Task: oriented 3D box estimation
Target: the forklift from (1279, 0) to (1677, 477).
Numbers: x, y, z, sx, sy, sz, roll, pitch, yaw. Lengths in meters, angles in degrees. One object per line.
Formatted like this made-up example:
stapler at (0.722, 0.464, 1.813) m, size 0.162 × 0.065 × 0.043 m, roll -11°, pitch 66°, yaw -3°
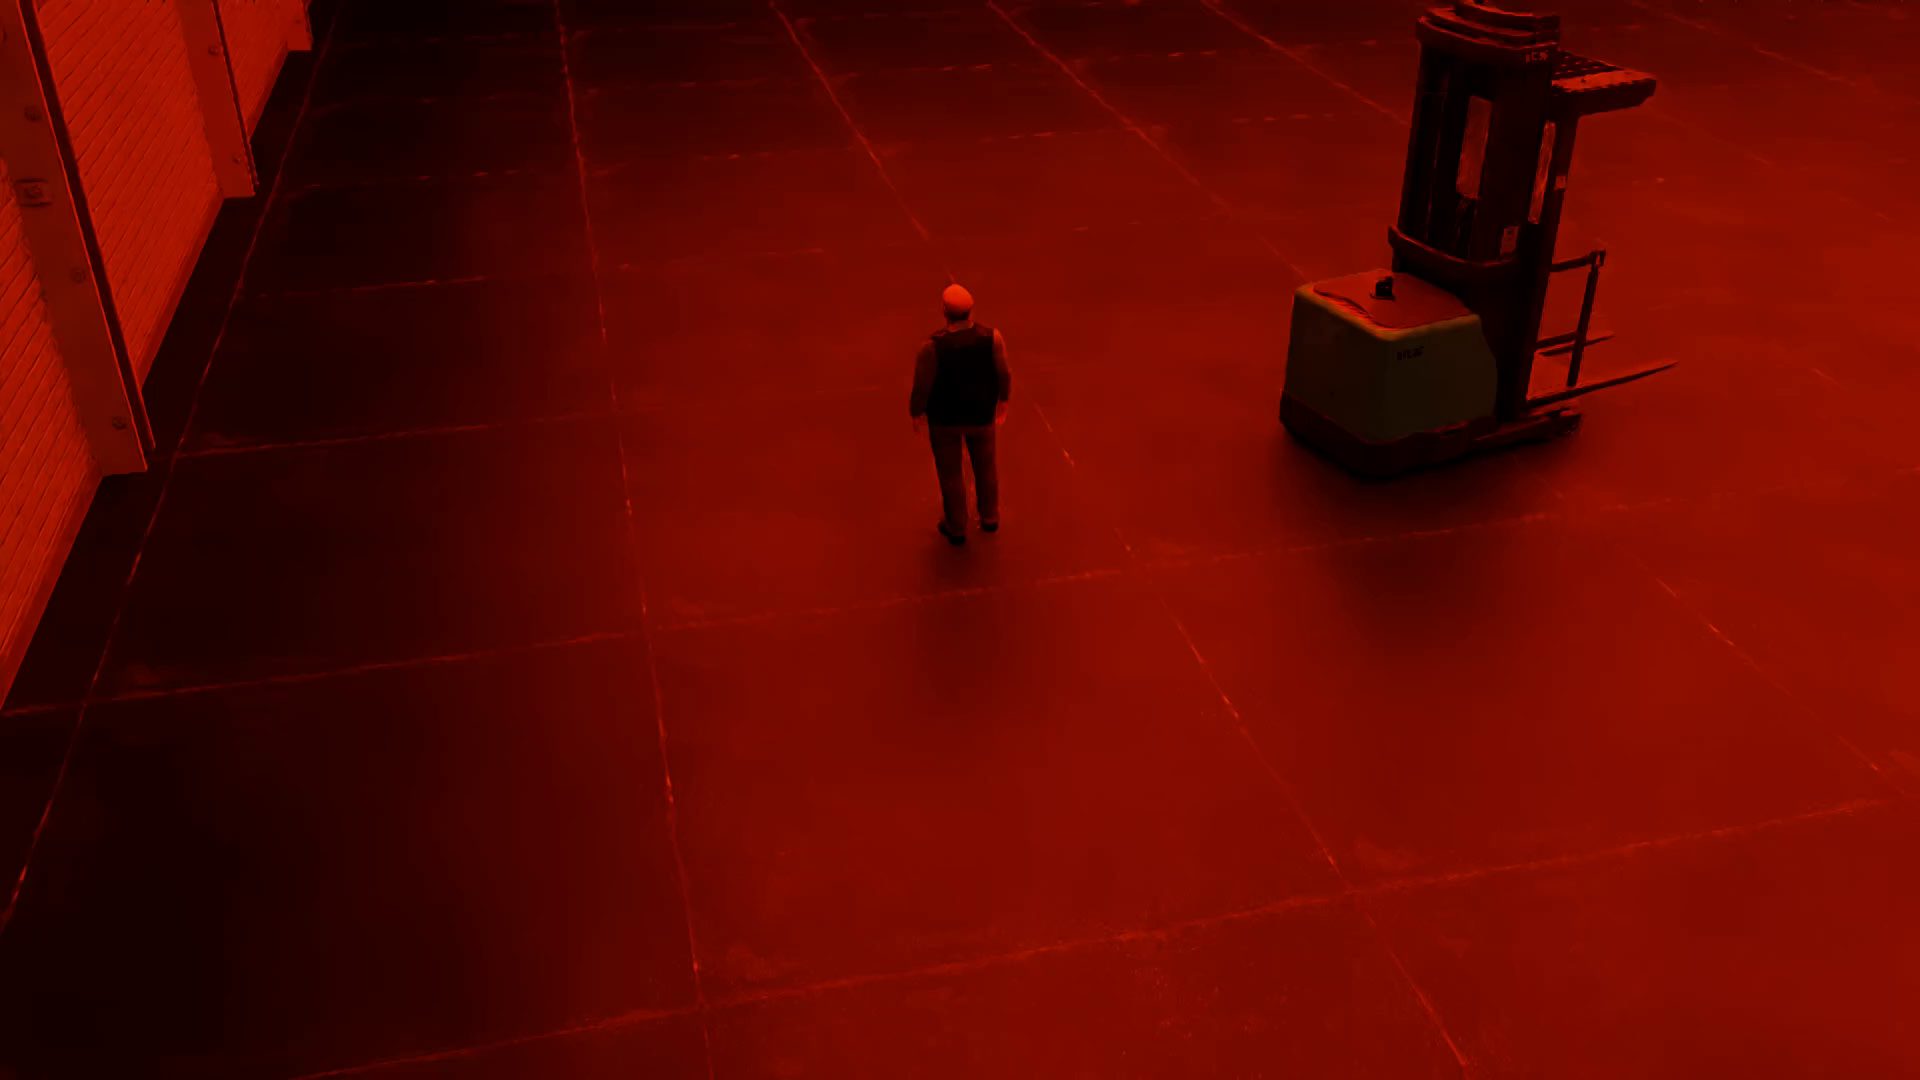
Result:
forklift at (3.822, -2.200, 11.374) m, size 3.031 × 2.935 × 1.130 m, roll -14°, pitch 33°, yaw -23°

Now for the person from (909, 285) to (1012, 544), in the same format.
person at (-0.007, -0.782, 10.119) m, size 0.632 × 1.720 × 0.567 m, roll -7°, pitch 31°, yaw -12°
